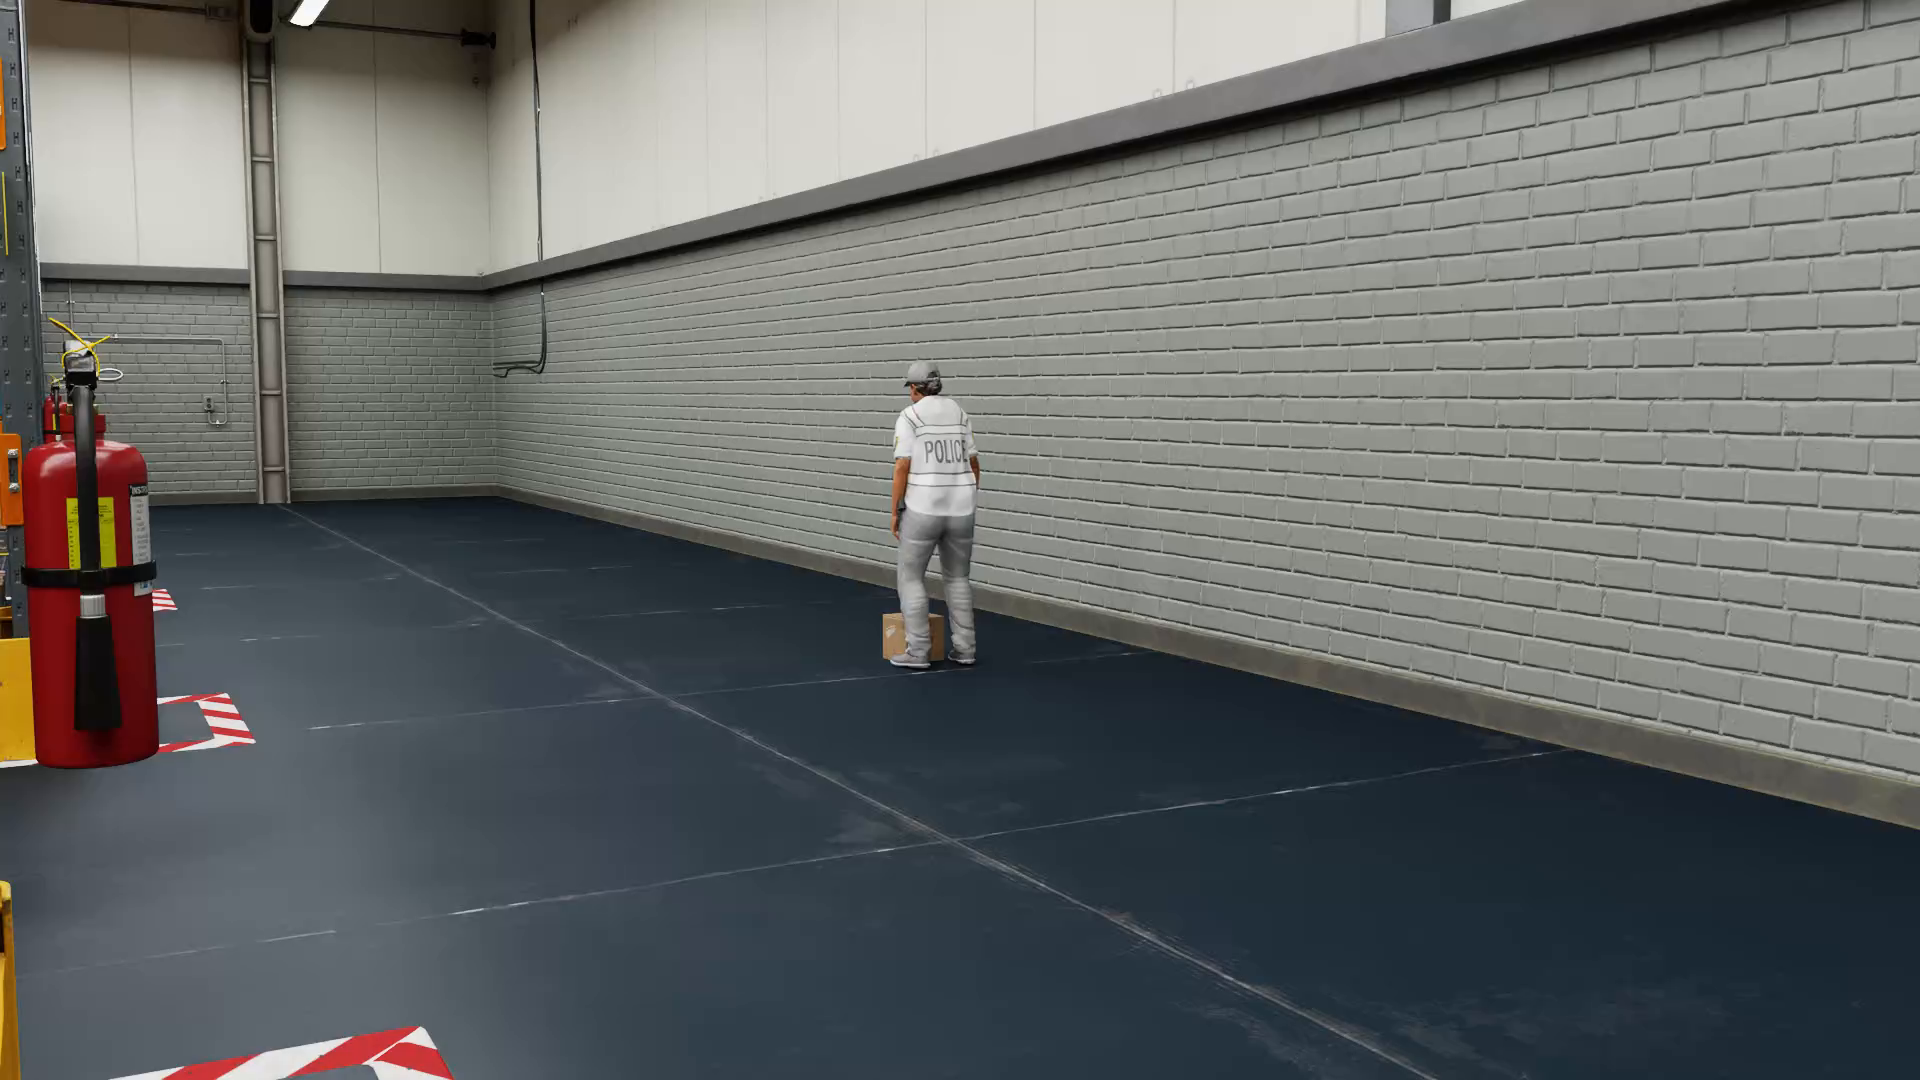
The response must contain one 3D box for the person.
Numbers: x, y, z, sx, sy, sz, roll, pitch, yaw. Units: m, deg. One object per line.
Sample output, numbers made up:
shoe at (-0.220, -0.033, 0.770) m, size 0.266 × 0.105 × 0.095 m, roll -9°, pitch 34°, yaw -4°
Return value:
person at (-0.144, -0.142, 9.052) m, size 0.537 × 1.665 × 0.470 m, roll -3°, pitch 6°, yaw -29°
